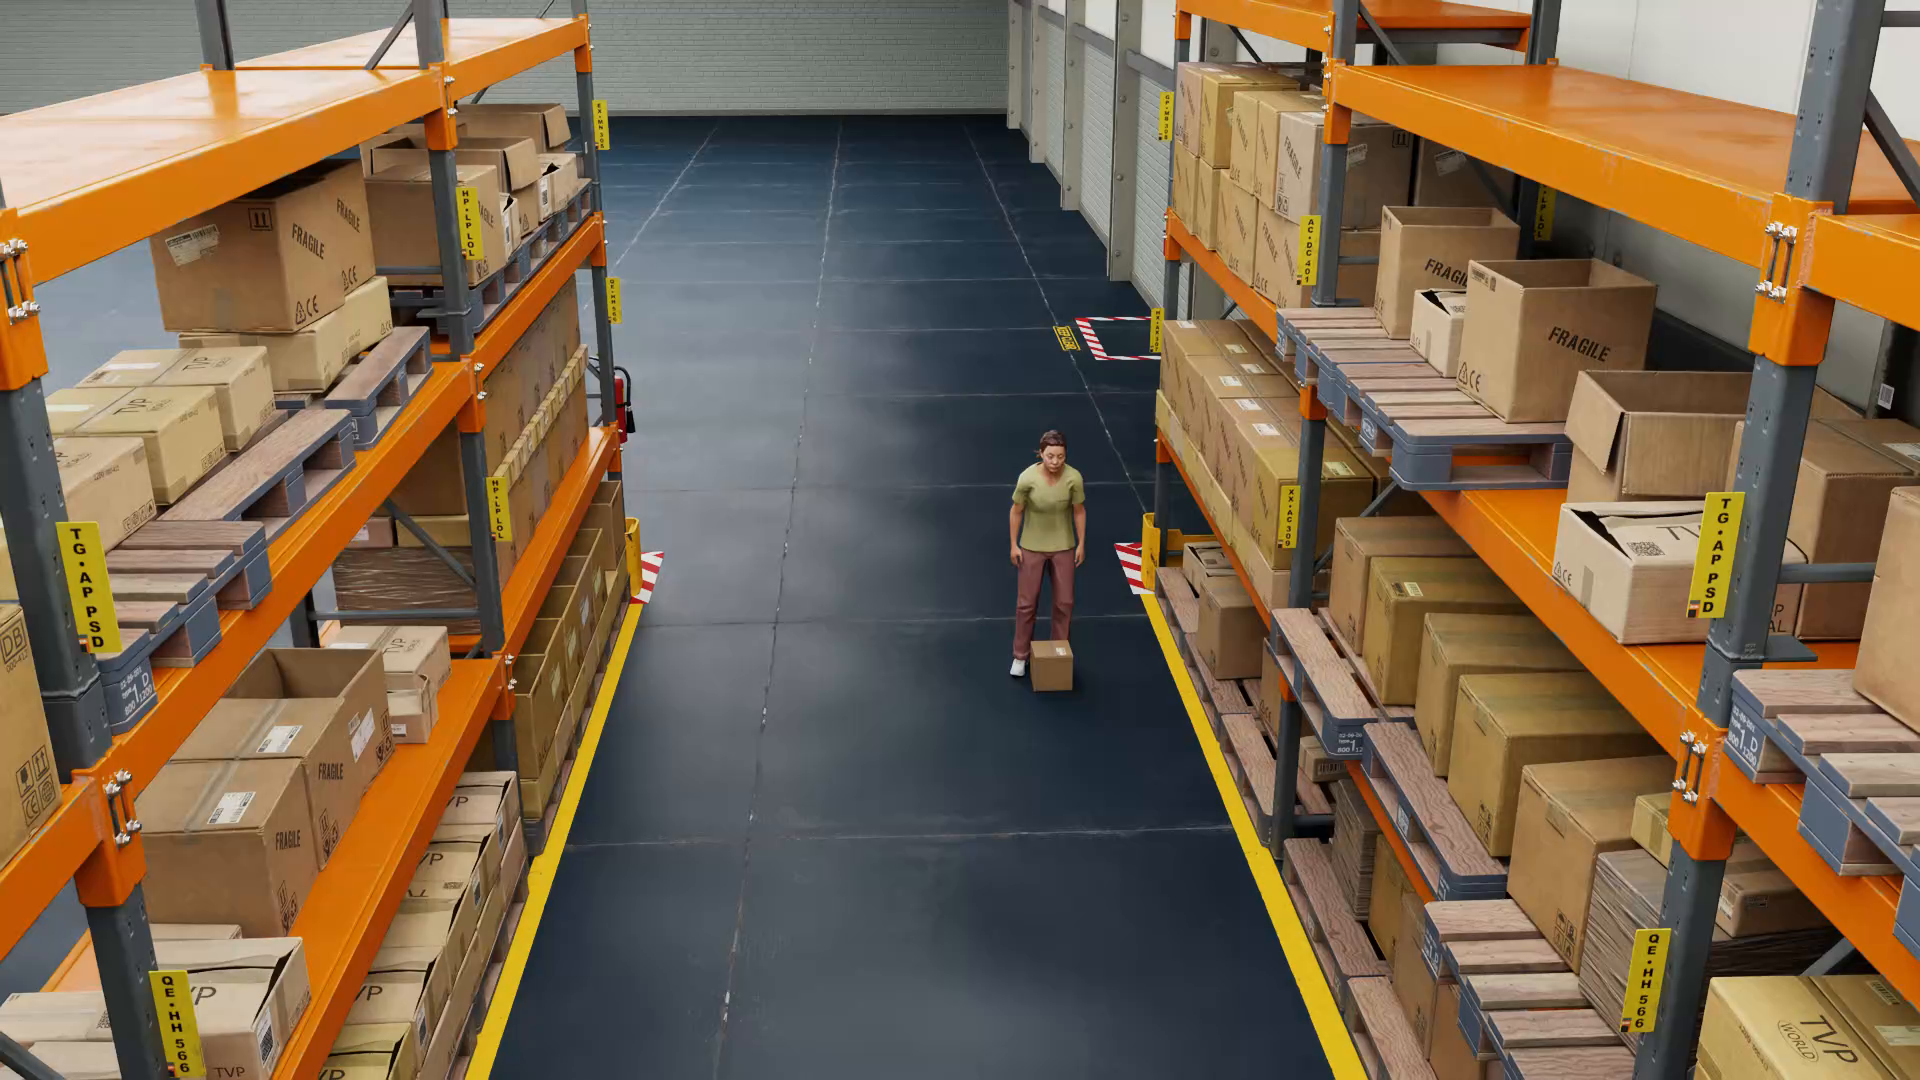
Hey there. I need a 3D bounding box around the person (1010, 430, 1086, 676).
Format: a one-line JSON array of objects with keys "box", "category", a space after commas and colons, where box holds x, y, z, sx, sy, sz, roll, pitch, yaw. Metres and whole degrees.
[{"box": [0.577, 0.071, 10.888, 0.500, 1.673, 0.353, -1, 21, -3], "category": "person"}]
